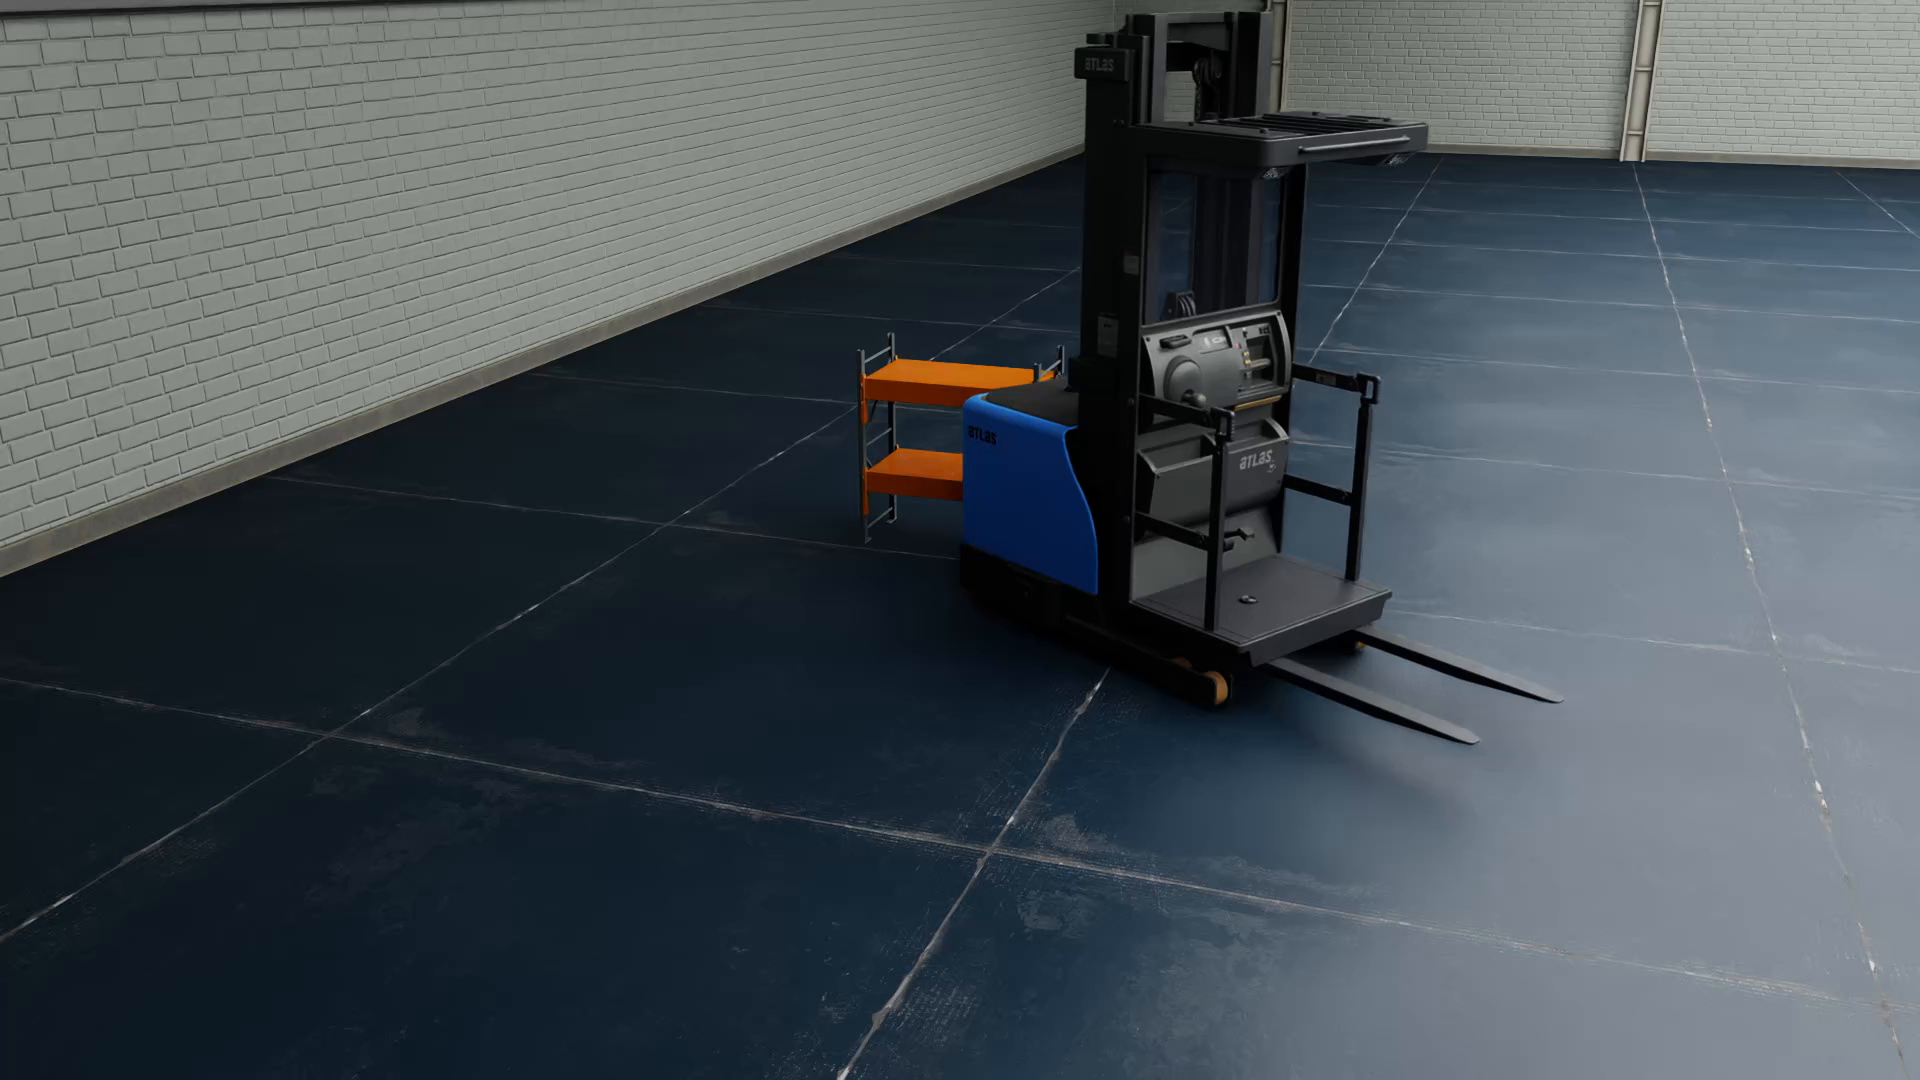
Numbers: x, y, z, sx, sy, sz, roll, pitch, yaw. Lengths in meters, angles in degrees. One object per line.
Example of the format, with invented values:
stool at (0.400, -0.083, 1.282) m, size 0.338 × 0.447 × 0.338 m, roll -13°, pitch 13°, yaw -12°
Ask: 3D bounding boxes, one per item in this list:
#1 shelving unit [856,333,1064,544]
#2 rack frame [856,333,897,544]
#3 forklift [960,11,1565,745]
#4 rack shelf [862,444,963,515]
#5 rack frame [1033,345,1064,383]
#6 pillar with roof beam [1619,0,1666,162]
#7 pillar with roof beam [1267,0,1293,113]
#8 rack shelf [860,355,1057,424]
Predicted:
shelving unit at (0.006, -0.530, 9.389) m, size 1.048 × 1.125 × 0.538 m, roll 7°, pitch 20°, yaw 18°
rack frame at (-0.474, -0.585, 9.547) m, size 0.032 × 1.125 × 0.500 m, roll 7°, pitch 20°, yaw 18°
forklift at (1.322, -0.820, 7.476) m, size 1.130 × 2.935 × 3.031 m, roll -15°, pitch 24°, yaw -37°
rack shelf at (0.006, -0.300, 9.469) m, size 1.000 × 0.278 × 0.538 m, roll 7°, pitch 20°, yaw 18°
rack frame at (0.487, -0.476, 9.231) m, size 0.032 × 1.125 × 0.500 m, roll 7°, pitch 20°, yaw 18°
pillar with roof beam at (9.801, -9.251, 22.444) m, size 0.400 × 9.000 × 9.100 m, roll 7°, pitch 20°, yaw 18°
pillar with roof beam at (4.133, -9.899, 24.303) m, size 0.400 × 9.000 × 9.100 m, roll 7°, pitch 20°, yaw 18°
rack shelf at (0.006, -0.807, 9.293) m, size 1.000 × 0.278 × 0.538 m, roll 7°, pitch 20°, yaw 18°
